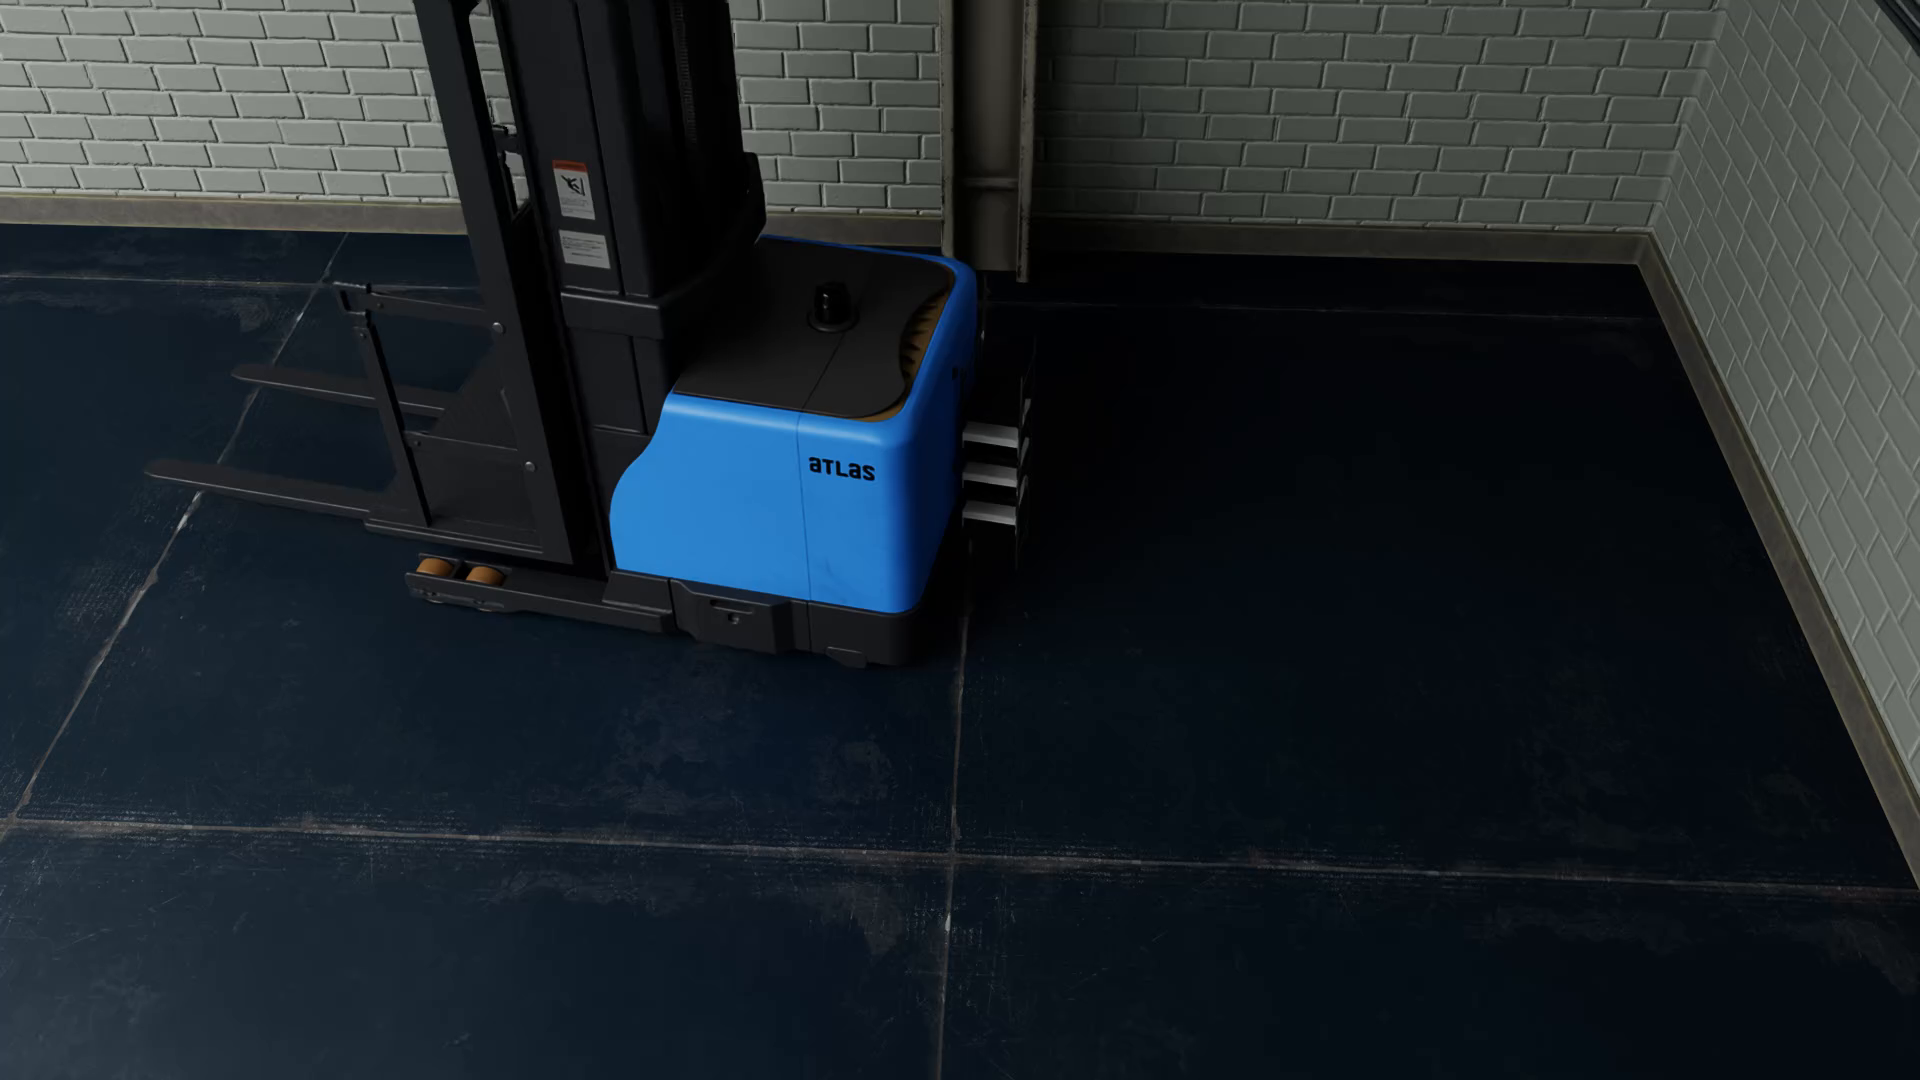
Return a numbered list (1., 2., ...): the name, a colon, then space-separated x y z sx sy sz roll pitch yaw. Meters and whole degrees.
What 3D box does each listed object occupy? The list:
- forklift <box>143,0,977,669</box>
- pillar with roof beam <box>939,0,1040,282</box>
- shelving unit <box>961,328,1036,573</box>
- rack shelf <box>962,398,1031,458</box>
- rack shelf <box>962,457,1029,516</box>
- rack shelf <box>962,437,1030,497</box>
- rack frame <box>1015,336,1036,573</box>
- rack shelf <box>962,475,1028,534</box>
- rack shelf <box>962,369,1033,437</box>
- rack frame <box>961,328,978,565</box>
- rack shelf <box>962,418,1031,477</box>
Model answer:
1. forklift: -1.499 -1.156 5.340 3.031 2.935 1.130 9 44 9
2. pillar with roof beam: -0.071 -1.634 1.402 0.400 9.000 9.100 2 43 2
3. shelving unit: 0.132 -0.302 5.914 0.210 0.900 0.258 9 44 9
4. rack shelf: 0.132 -0.409 5.814 0.200 0.077 0.258 9 44 9
5. rack shelf: 0.132 -0.212 5.998 0.200 0.077 0.258 9 44 9
6. rack shelf: 0.132 -0.278 5.937 0.200 0.077 0.258 9 44 9
7. rack frame: 0.231 -0.286 5.897 0.006 0.900 0.240 9 44 9
8. rack shelf: 0.132 -0.146 6.059 0.200 0.077 0.258 9 44 9
9. rack shelf: 0.132 -0.475 5.753 0.200 0.077 0.258 9 44 9
10. rack frame: 0.033 -0.318 5.931 0.006 0.900 0.240 9 44 9
11. rack shelf: 0.132 -0.343 5.875 0.200 0.077 0.258 9 44 9
